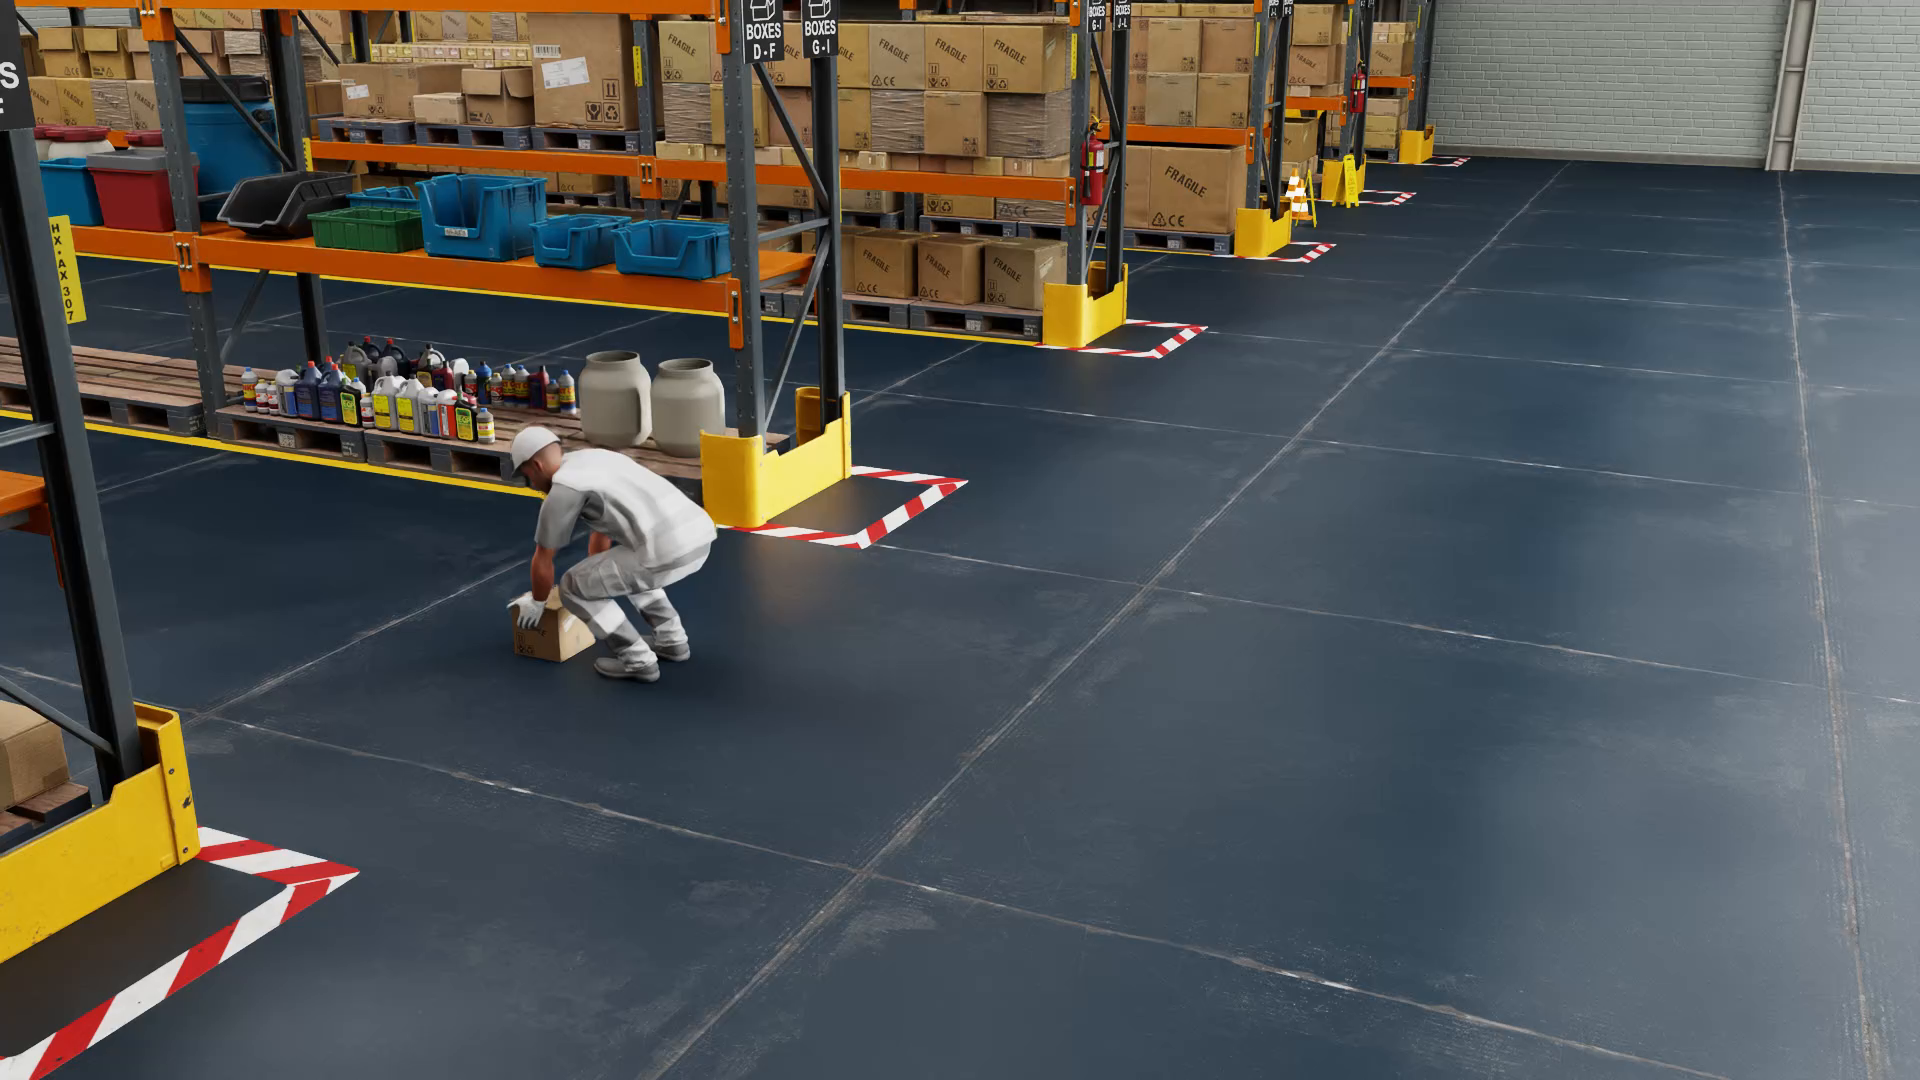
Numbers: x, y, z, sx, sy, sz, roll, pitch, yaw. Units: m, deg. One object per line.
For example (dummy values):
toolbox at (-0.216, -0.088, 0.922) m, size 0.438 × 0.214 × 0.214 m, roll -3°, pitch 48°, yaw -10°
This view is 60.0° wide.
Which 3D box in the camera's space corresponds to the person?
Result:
person at (-1.477, 0.049, 7.047) m, size 0.872 × 1.040 × 0.577 m, roll 8°, pitch 20°, yaw 23°
